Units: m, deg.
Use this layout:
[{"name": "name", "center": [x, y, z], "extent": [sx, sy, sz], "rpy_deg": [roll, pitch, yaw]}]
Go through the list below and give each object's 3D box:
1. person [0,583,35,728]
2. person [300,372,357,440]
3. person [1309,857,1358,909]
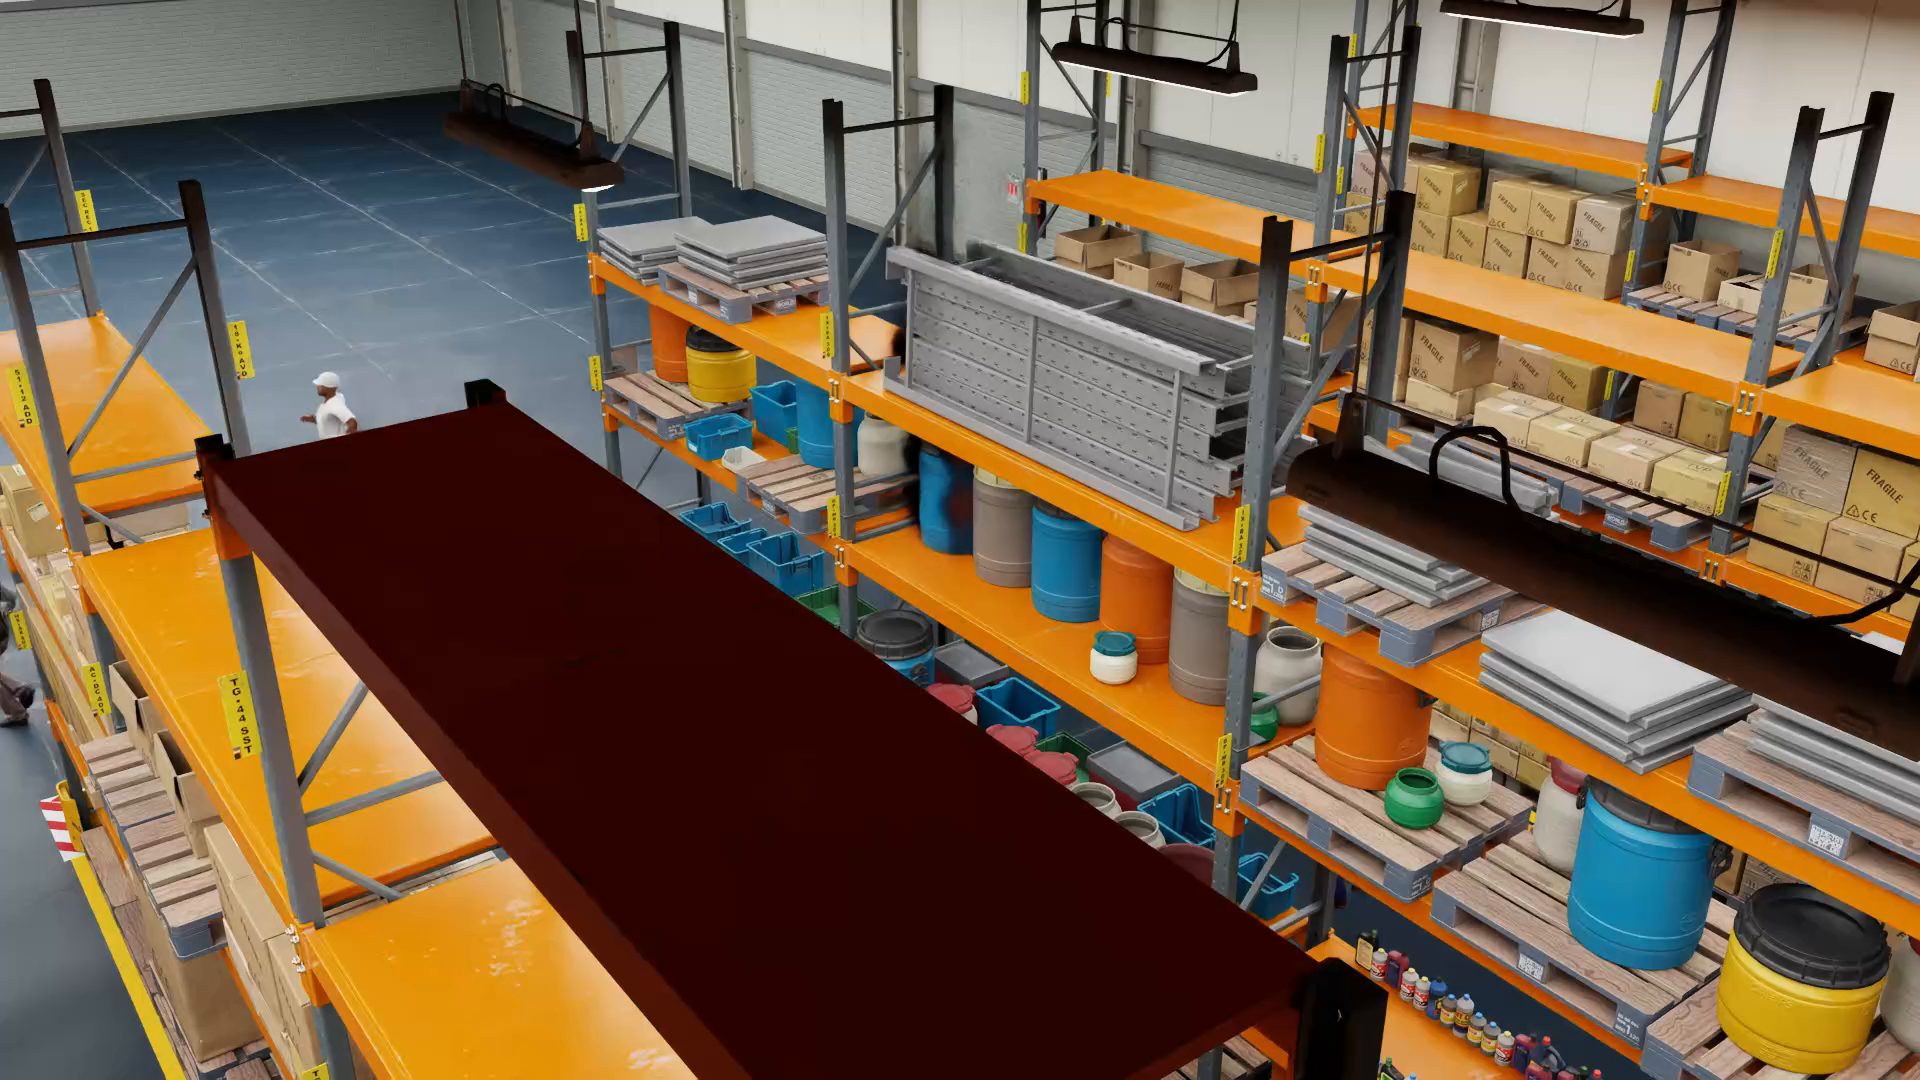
[{"name": "person", "center": [-8.840, 0.931, 14.959], "extent": [0.588, 1.691, 0.647], "rpy_deg": [3, 25, 6]}, {"name": "person", "center": [-7.164, -1.068, 19.150], "extent": [0.883, 1.802, 0.683], "rpy_deg": [-5, 25, -11]}, {"name": "person", "center": [2.780, 1.981, 12.176], "extent": [0.549, 1.606, 0.607], "rpy_deg": [22, 33, 39]}]
